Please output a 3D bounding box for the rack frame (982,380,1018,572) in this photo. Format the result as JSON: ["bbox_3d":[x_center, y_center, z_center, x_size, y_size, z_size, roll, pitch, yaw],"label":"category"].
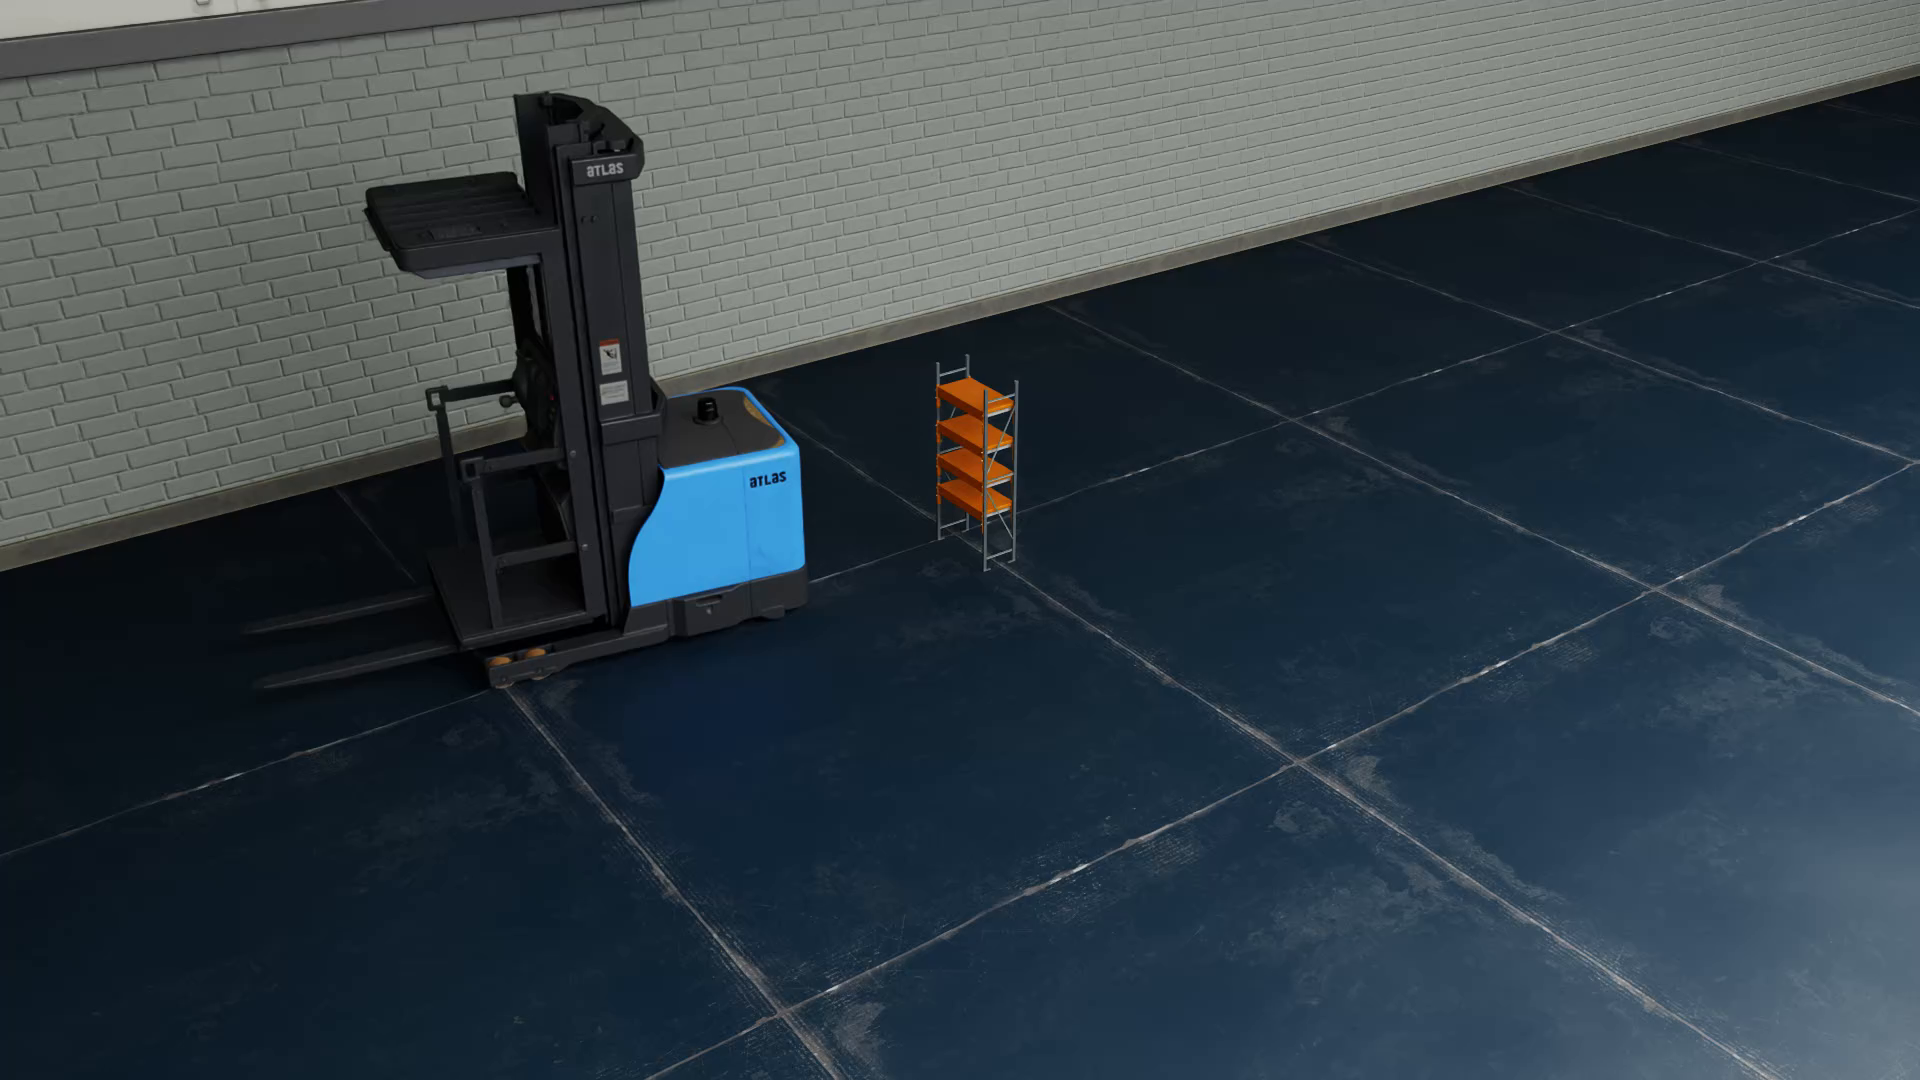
[{"bbox_3d":[0.238,-0.368,9.897,0.240,1.200,0.015,-19,34,-31],"label":"rack frame"}]

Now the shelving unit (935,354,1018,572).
[{"bbox_3d":[0.096,-0.463,10.072,0.258,1.200,0.503,-19,34,-31],"label":"shelving unit"}]

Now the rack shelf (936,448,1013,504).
[{"bbox_3d":[0.096,-0.404,10.104,0.258,0.148,0.480,-19,34,-31],"label":"rack shelf"}]

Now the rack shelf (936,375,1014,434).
[{"bbox_3d":[0.096,-0.808,9.884,0.258,0.148,0.480,-19,34,-31],"label":"rack shelf"}]

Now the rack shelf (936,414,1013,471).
[{"bbox_3d":[0.096,-0.600,9.997,0.258,0.148,0.480,-19,34,-31],"label":"rack shelf"}]

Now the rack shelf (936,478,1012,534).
[{"bbox_3d":[0.096,-0.229,10.199,0.258,0.148,0.480,-19,34,-31],"label":"rack shelf"}]

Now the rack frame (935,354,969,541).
[{"bbox_3d":[-0.046,-0.558,10.246,0.240,1.200,0.015,-19,34,-31],"label":"rack frame"}]

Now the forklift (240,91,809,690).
[{"bbox_3d":[-2.436,-0.774,8.830,3.031,2.935,1.130,-13,31,-22],"label":"forklift"}]
